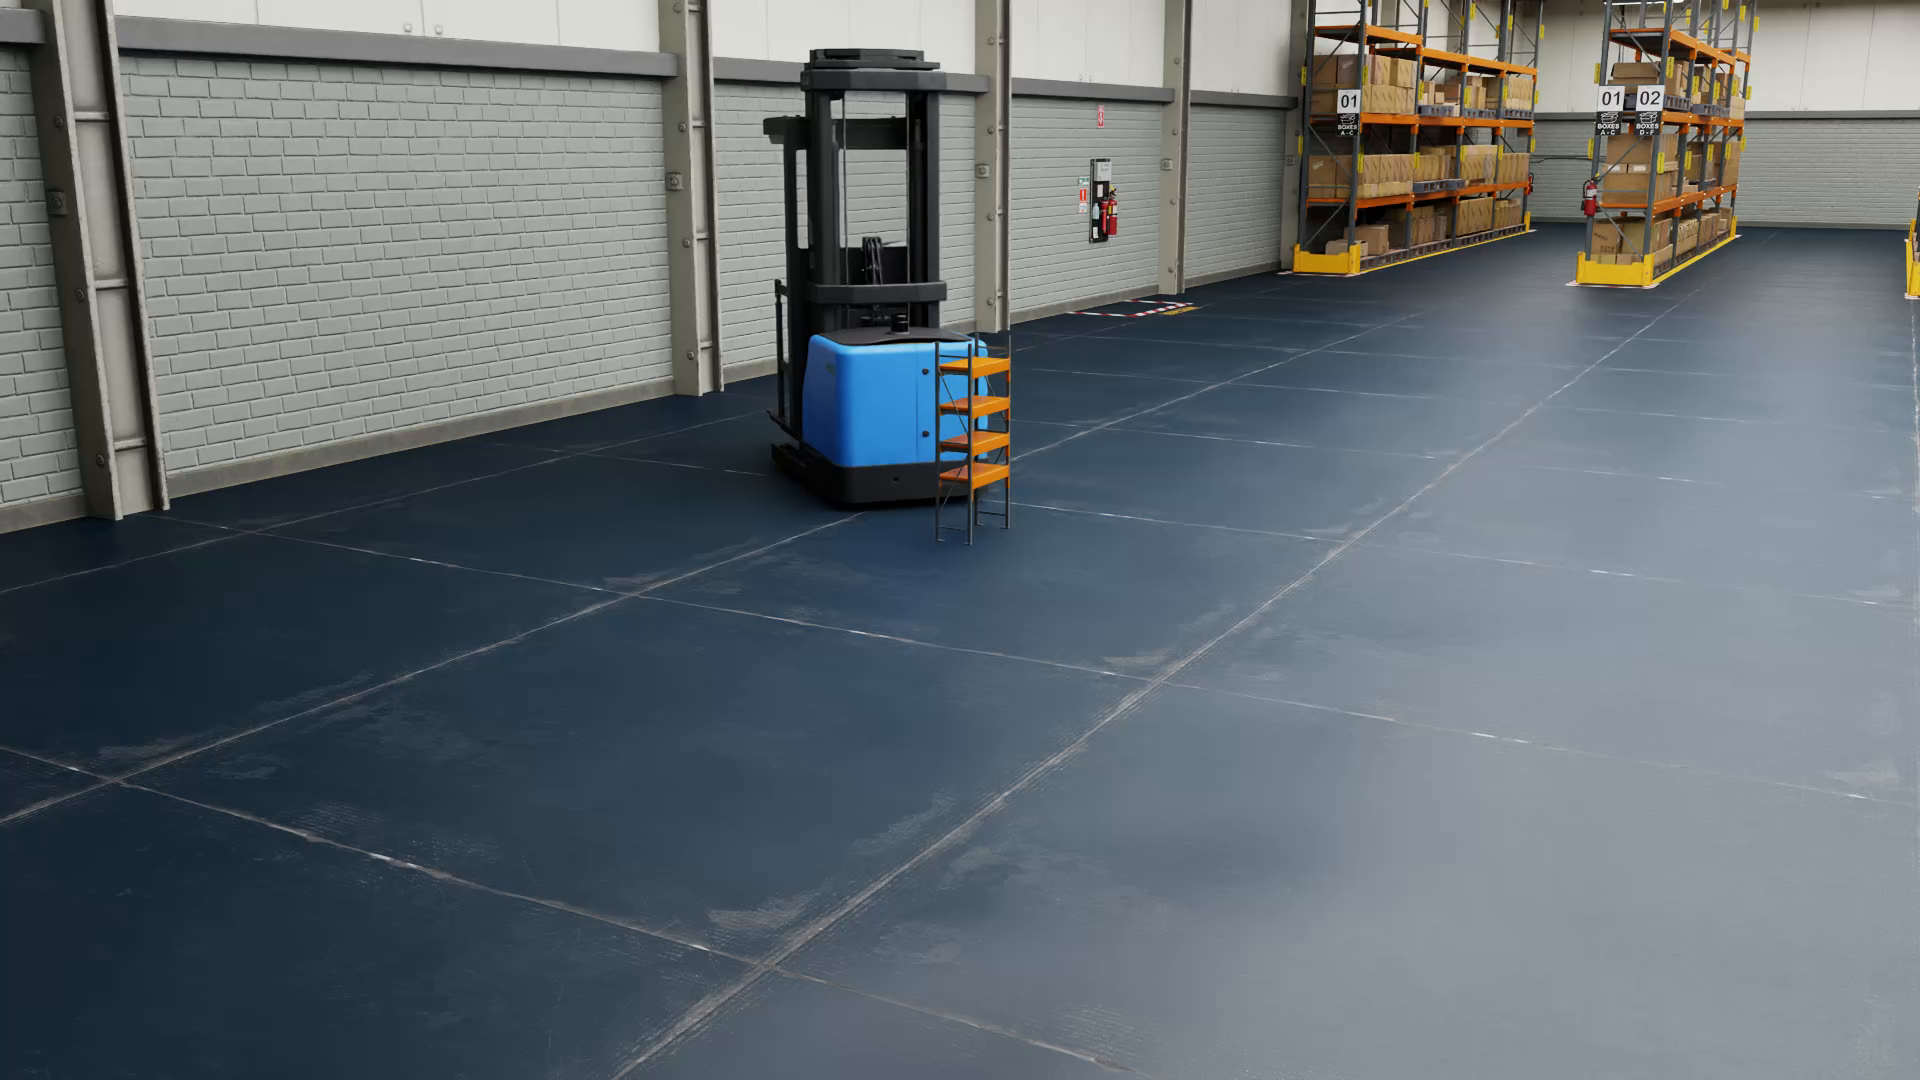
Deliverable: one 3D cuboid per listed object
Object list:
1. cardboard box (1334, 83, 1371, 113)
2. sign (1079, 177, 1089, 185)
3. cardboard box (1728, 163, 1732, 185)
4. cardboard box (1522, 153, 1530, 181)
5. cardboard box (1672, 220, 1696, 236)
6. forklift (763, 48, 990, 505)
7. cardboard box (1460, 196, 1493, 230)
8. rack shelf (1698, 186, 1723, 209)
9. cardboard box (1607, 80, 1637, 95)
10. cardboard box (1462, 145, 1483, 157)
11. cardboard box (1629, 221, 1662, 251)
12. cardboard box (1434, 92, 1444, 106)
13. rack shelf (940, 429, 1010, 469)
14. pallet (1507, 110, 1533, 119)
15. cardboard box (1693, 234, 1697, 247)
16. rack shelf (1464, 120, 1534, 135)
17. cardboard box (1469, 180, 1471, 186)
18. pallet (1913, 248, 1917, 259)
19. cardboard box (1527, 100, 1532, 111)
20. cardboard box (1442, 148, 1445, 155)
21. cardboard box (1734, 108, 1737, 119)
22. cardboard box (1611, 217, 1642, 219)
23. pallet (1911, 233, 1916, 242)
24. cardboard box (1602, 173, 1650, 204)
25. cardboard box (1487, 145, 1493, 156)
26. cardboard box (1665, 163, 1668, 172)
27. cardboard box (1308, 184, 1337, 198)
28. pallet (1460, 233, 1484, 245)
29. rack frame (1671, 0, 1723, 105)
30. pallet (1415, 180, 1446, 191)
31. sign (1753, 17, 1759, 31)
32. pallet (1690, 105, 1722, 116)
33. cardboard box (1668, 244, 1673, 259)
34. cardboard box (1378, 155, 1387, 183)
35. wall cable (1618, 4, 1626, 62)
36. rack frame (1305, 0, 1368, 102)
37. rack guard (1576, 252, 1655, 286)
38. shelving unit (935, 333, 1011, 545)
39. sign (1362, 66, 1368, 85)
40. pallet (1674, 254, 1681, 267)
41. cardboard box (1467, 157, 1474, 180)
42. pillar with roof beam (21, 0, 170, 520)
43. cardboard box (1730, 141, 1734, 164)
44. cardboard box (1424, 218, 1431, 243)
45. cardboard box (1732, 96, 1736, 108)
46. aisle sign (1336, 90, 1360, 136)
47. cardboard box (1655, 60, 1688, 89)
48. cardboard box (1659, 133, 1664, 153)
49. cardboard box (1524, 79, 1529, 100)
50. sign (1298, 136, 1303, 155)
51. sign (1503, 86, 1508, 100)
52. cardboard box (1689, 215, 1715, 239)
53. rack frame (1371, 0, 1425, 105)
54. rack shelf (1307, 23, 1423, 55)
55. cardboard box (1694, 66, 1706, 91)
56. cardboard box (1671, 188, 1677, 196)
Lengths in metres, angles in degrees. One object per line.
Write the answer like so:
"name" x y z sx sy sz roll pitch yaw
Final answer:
"cardboard box" 7.005 -7.880 29.661 0.500 0.500 0.500 8 16 30
"sign" 1.729 -5.004 23.182 0.001 0.109 0.331 7 15 28
"cardboard box" 17.737 -8.554 38.903 0.500 0.500 0.500 7 15 28
"cardboard box" 14.121 -9.645 43.002 0.980 0.700 0.700 8 16 31
"cardboard box" 14.547 -6.301 33.543 0.500 0.311 0.500 7 15 27
"forklift" -0.759 -1.958 11.901 1.130 2.935 3.031 -5 14 -18
"cardboard box" 12.225 -7.796 39.660 0.750 0.750 0.750 8 15 29
"rack shelf" 15.797 -7.464 36.129 1.077 0.370 4.000 7 15 28
"cardboard box" 11.288 -7.686 28.239 0.500 0.250 0.500 7 15 28
"cardboard box" 11.676 -8.914 38.119 0.500 0.250 0.500 7 15 27
"cardboard box" 11.887 -5.286 28.930 0.500 0.500 0.500 7 15 28
"cardboard box" 9.784 -9.227 35.242 0.797 0.503 0.637 10 17 36
"rack shelf" 0.080 -0.552 10.050 0.258 0.148 0.480 7 15 28
"pallet" 14.010 -10.867 42.498 1.003 0.211 1.213 7 15 28
"cardboard box" 14.789 -6.135 34.054 0.500 0.250 0.500 8 16 29
"rack shelf" 13.392 -10.304 41.507 1.077 0.370 4.000 7 15 28
"cardboard box" 11.451 -8.160 37.974 0.380 0.149 0.250 8 16 29
"pallet" 19.509 -5.652 33.029 1.003 0.211 1.213 7 15 28
"cardboard box" 14.238 -11.063 42.333 0.500 0.250 0.500 8 16 30
"cardboard box" 10.351 -8.468 36.221 0.380 0.149 0.250 5 15 21
"cardboard box" 17.704 -9.886 38.559 0.500 0.250 0.500 7 15 28
"cardboard box" 12.163 -5.652 30.447 0.500 0.500 0.500 7 15 28
"pallet" 22.599 -6.962 38.463 1.003 0.211 1.213 7 15 28
"cardboard box" 11.200 -5.905 27.914 0.700 0.500 0.500 7 15 28
"cardboard box" 12.168 -9.124 38.987 0.500 0.250 0.500 8 16 29
"cardboard box" 12.212 -6.552 29.212 0.380 0.149 0.250 8 16 30
"cardboard box" 6.681 -6.377 30.364 0.500 0.250 0.500 8 16 29
"pallet" 11.530 -7.011 38.664 1.003 0.211 1.213 7 15 28
"rack frame" 14.830 -10.320 33.640 1.000 3.000 0.127 7 15 28
"pallet" 9.571 -7.460 34.986 1.003 0.211 1.213 7 15 28
"sign" 19.173 -12.425 40.042 0.100 0.325 0.005 7 15 28
"pallet" 14.580 -8.621 33.394 1.213 0.211 1.003 8 16 31
"cardboard box" 12.863 -5.330 30.715 0.500 0.250 0.500 7 15 28
"cardboard box" 7.621 -6.894 30.905 0.500 0.500 0.500 7 15 26
"wall cable" 19.774 -14.281 45.919 3.097 2.526 0.112 7 15 28
"rack frame" 6.624 -9.239 29.157 1.000 3.000 0.127 7 15 28
"rack guard" 10.951 -4.542 27.807 1.175 0.500 0.348 7 15 28
"shelving unit" 0.080 -0.617 10.034 0.258 1.200 0.503 7 15 28
"sign" 7.100 -8.144 29.151 0.100 0.325 0.005 7 15 28
"pallet" 13.218 -5.383 31.911 1.003 0.211 1.213 7 15 28
"cardboard box" 11.212 -8.344 37.353 0.500 0.500 0.500 8 16 30
"pillar with roof beam" -1.628 -4.069 7.712 9.100 9.000 0.400 7 15 28
"cardboard box" 17.736 -9.035 38.763 0.500 0.500 0.500 7 15 26
"cardboard box" 9.623 -6.611 35.452 0.700 0.500 0.500 7 15 28
"cardboard box" 17.456 -10.027 38.078 0.500 0.250 0.500 7 15 28
"aisle sign" 6.852 -7.538 29.353 0.394 0.787 0.004 7 15 28
"cardboard box" 13.229 -8.659 30.974 0.500 0.500 0.500 8 15 29
"cardboard box" 11.718 -6.759 28.687 0.700 0.500 0.500 7 15 28
"cardboard box" 13.993 -11.325 41.821 0.500 0.500 0.500 8 16 30
"sign" 6.148 -7.106 29.965 0.100 0.325 0.005 7 15 28
"sign" 12.905 -10.588 39.376 0.100 0.325 0.005 7 15 28
"cardboard box" 16.287 -6.886 36.590 0.500 0.500 0.500 8 16 29
"rack frame" 8.558 -10.060 32.561 1.000 3.000 0.127 7 15 28
"rack shelf" 7.591 -9.298 30.943 1.077 0.370 4.000 7 15 28
"cardboard box" 15.046 -9.485 34.231 0.500 0.500 0.500 7 15 28
"cardboard box" 13.504 -6.619 31.626 0.380 0.149 0.250 7 15 28
